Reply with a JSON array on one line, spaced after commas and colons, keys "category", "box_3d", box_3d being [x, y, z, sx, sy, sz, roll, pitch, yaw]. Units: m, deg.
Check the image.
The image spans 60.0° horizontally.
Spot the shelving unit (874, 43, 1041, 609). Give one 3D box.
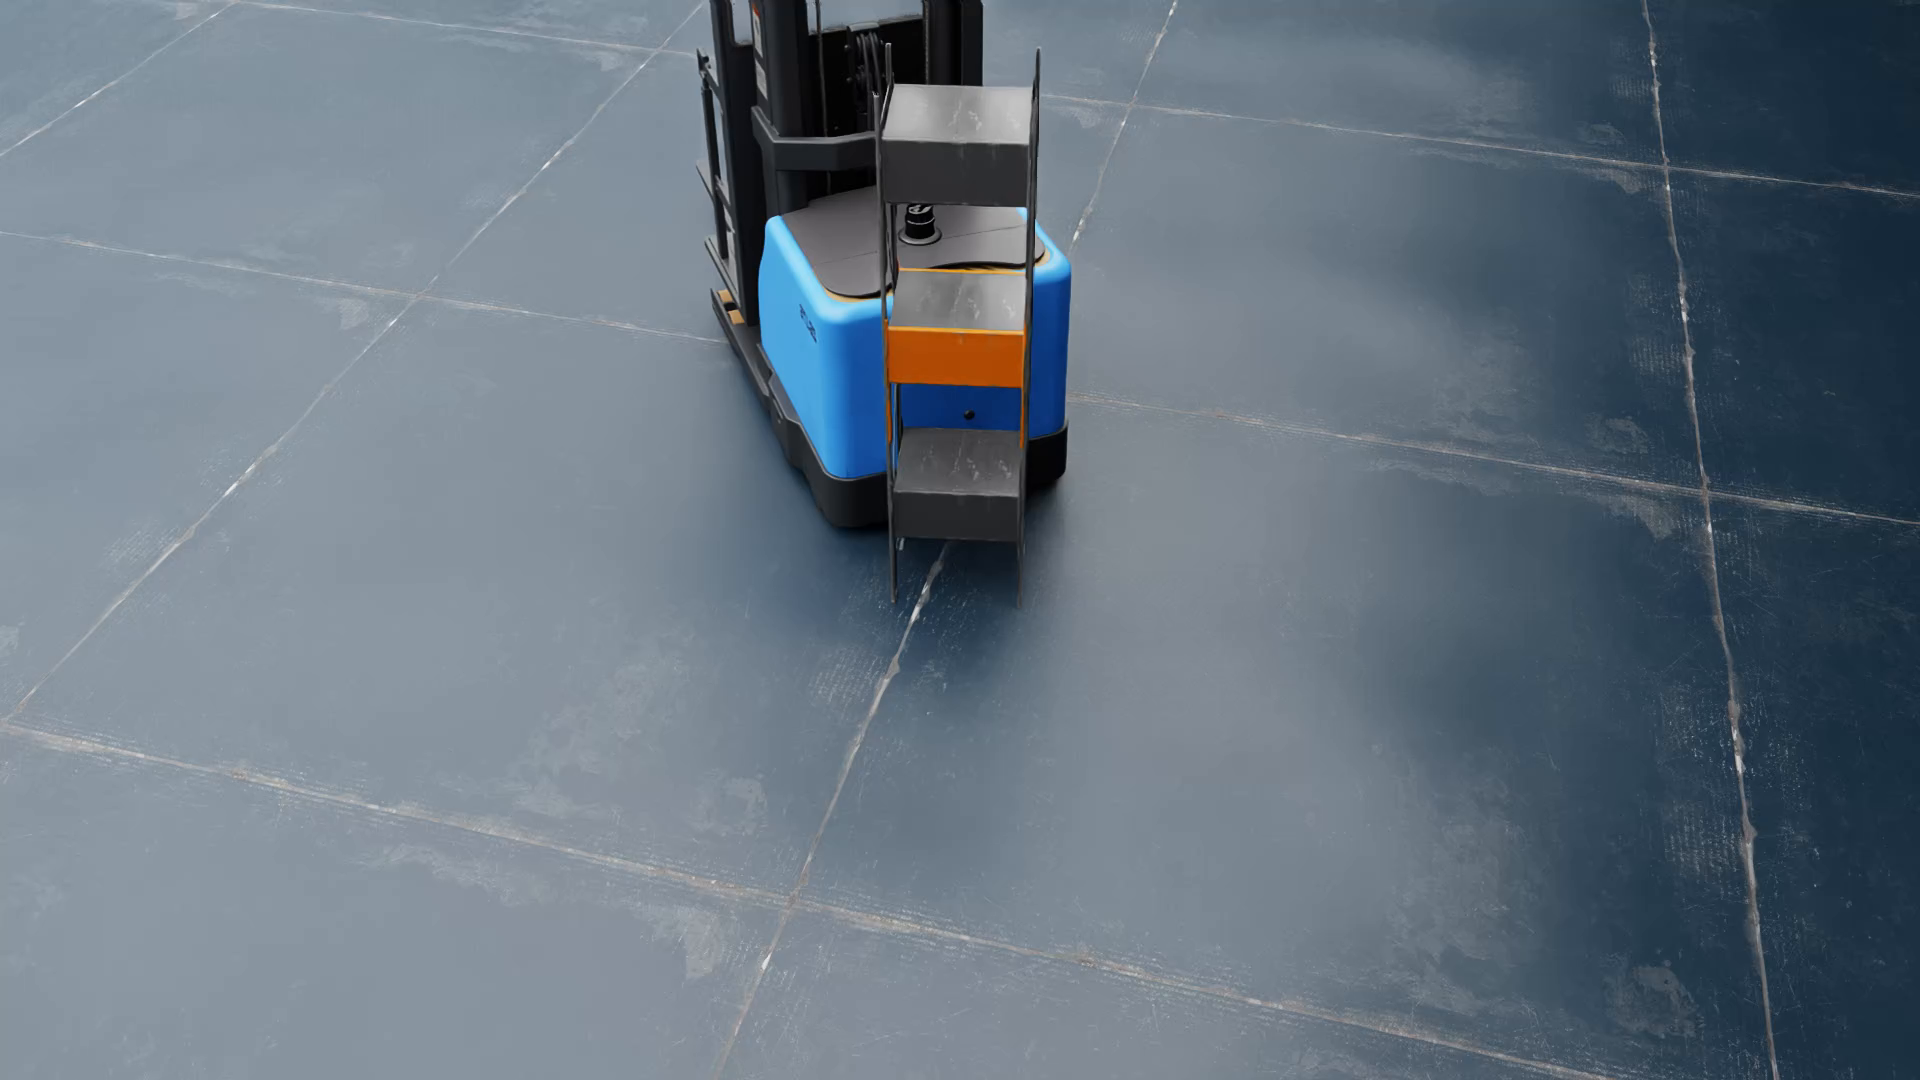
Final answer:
[{"category": "shelving unit", "box_3d": [-0.002, -0.674, 5.920, 0.503, 2.100, 0.431, 2, 40, 3]}]

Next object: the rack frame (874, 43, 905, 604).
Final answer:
[{"category": "rack frame", "box_3d": [-0.245, -0.685, 5.933, 0.015, 2.100, 0.400, 2, 40, 3]}]

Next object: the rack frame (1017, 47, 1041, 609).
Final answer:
[{"category": "rack frame", "box_3d": [0.242, -0.664, 5.908, 0.015, 2.100, 0.400, 2, 40, 3]}]

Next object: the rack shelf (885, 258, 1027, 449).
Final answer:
[{"category": "rack shelf", "box_3d": [-0.002, -0.664, 5.929, 0.480, 0.518, 0.431, 2, 40, 3]}]

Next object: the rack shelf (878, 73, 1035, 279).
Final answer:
[{"category": "rack shelf", "box_3d": [-0.002, -1.200, 5.479, 0.480, 0.518, 0.431, 2, 40, 3]}]

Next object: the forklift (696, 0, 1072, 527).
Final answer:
[{"category": "forklift", "box_3d": [-0.547, -2.127, 7.004, 1.130, 2.935, 3.031, -14, 42, -16]}]

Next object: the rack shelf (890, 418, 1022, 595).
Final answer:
[{"category": "rack shelf", "box_3d": [-0.002, -0.128, 6.379, 0.480, 0.518, 0.431, 2, 40, 3]}]
